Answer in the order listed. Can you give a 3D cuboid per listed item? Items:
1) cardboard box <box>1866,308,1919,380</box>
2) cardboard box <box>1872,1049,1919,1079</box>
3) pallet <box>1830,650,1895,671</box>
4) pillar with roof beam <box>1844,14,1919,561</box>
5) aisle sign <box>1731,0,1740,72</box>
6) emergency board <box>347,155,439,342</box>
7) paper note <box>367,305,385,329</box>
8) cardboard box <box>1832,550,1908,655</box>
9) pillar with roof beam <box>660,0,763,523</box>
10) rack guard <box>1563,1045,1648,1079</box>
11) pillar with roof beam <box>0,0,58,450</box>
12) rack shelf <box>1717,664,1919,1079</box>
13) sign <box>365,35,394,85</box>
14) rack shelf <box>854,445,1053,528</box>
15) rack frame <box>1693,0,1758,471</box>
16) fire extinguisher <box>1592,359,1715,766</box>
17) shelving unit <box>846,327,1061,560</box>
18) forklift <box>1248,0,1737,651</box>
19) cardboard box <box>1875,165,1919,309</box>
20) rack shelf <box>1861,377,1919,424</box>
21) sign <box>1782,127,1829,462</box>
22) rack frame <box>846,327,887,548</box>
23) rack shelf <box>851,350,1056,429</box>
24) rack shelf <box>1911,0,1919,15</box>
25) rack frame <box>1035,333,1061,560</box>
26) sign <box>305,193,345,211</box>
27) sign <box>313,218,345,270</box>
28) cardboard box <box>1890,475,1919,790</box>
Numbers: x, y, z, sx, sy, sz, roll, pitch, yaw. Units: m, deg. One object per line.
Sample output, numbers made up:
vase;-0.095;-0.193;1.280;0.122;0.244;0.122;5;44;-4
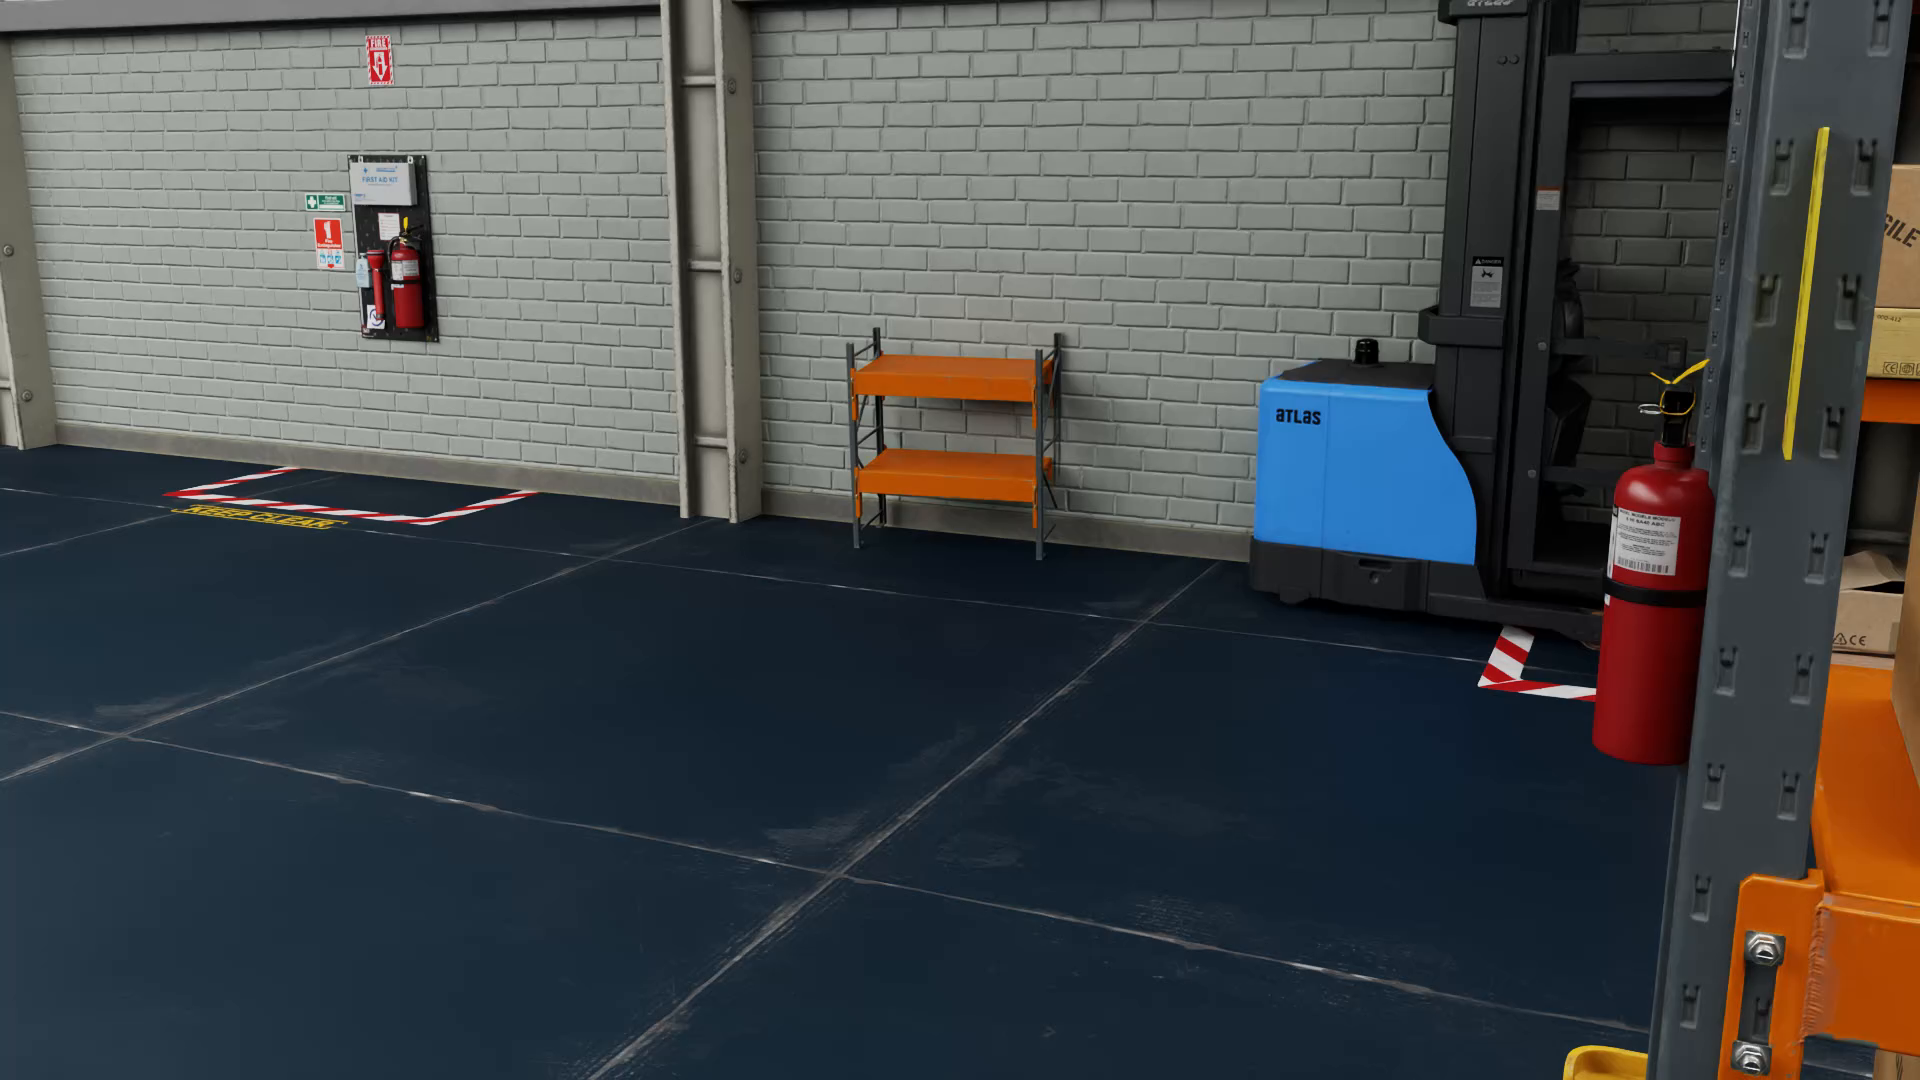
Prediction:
cardboard box;3.401;-0.763;6.224;0.500;0.250;0.500;5;14;22
cardboard box;1.691;0.854;2.507;0.500;0.500;0.500;6;14;23
pallet;3.881;0.510;6.621;1.213;0.211;1.003;6;14;23
pillar with roof beam;2.330;-3.075;2.660;0.400;9.000;9.100;6;14;23
aisle sign;2.896;-2.147;6.148;0.004;0.787;0.394;6;14;23
emergency board;-3.656;-1.845;10.552;0.643;1.169;0.194;6;14;23
paper note;-3.790;-1.447;10.784;0.142;0.148;0.016;6;14;23
cardboard box;3.679;0.240;6.588;0.500;0.311;0.500;4;14;17
pillar with roof beam;-3.156;-3.630;5.026;0.400;9.000;9.100;6;14;23
rack guard;1.058;1.312;2.568;0.348;0.500;1.175;6;14;23
pillar with roof beam;-8.642;-4.185;7.392;0.400;9.000;9.100;6;14;23
rack shelf;2.909;0.633;1.566;4.000;0.370;1.077;6;14;23
sign;-3.623;-2.995;10.379;0.199;0.298;0.001;6;14;23
rack shelf;-0.014;-0.300;9.060;1.000;0.278;0.538;4;18;15
rack frame;3.083;-0.937;6.684;0.127;3.000;1.000;6;14;23
fire extinguisher;1.160;0.027;2.742;0.183;0.674;0.296;6;14;23
shelving unit;-0.019;-0.533;8.987;1.048;1.125;0.538;4;18;15
forklift;2.932;-1.065;7.378;3.031;2.935;1.130;7;15;27
cardboard box;3.398;-1.132;6.157;0.500;0.500;0.500;6;14;23
rack shelf;4.912;-0.402;5.977;4.000;0.370;1.077;6;14;23
sign;0.850;-0.247;1.673;0.005;0.325;0.100;6;14;23
rack frame;-0.509;-0.565;9.116;0.032;1.125;0.500;4;18;15
rack shelf;-0.024;-0.813;8.899;1.000;0.278;0.538;4;18;15
rack shelf;4.912;-1.862;5.635;4.000;0.370;1.077;6;14;23
rack frame;0.472;-0.502;8.858;0.032;1.125;0.500;4;18;15
sign;-4.119;-2.191;10.788;0.331;0.109;0.001;6;14;23
sign;-4.120;-1.935;10.858;0.234;0.329;0.001;6;14;23
cardboard box;1.502;0.095;2.066;0.500;0.500;0.700;6;14;23
